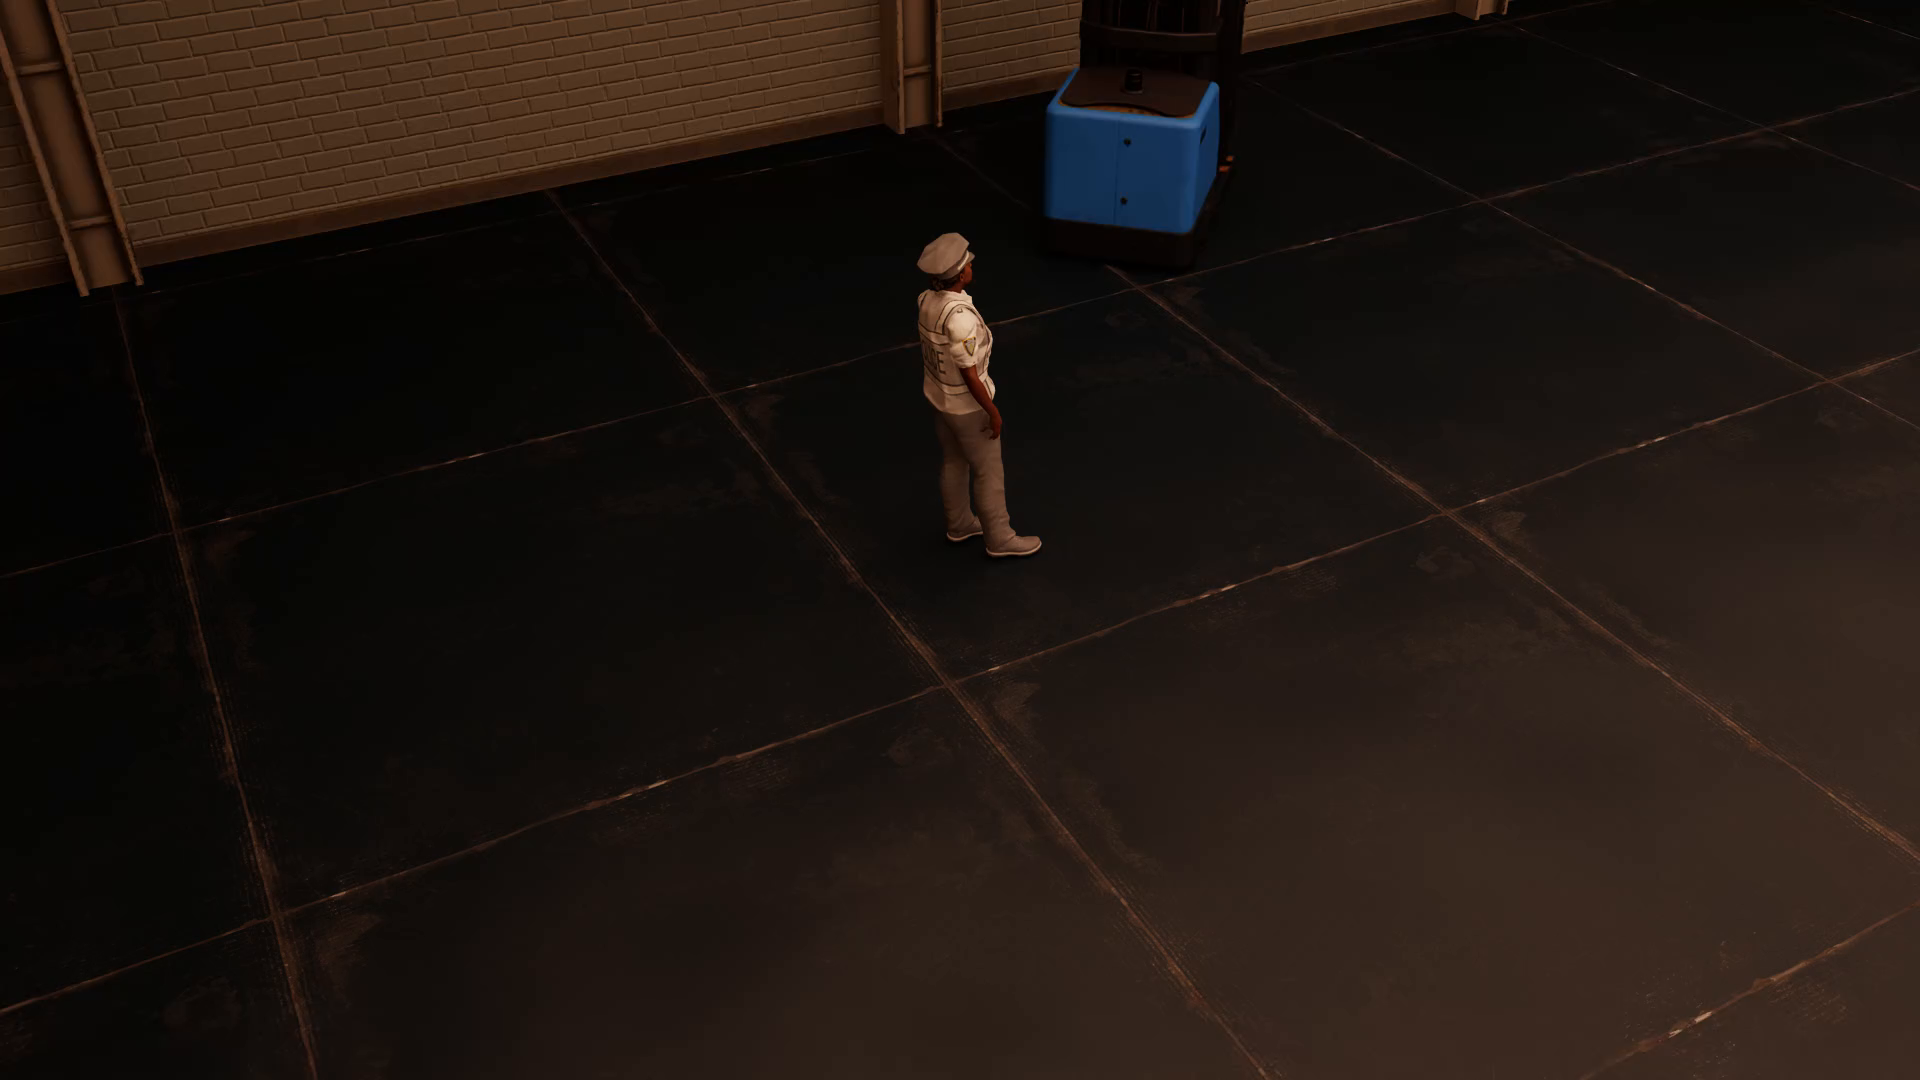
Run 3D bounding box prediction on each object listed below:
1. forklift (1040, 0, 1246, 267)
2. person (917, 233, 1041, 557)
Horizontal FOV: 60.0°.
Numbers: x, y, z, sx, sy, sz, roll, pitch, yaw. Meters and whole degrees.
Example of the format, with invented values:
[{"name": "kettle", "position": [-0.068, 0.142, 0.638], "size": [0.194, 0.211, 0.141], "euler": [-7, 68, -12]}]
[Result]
[{"name": "forklift", "position": [1.455, -3.868, 11.596], "size": [1.130, 2.935, 3.031], "euler": [10, 36, 13]}, {"name": "person", "position": [0.075, -0.708, 8.184], "size": [0.528, 1.694, 0.570], "euler": [-17, 39, -23]}]
